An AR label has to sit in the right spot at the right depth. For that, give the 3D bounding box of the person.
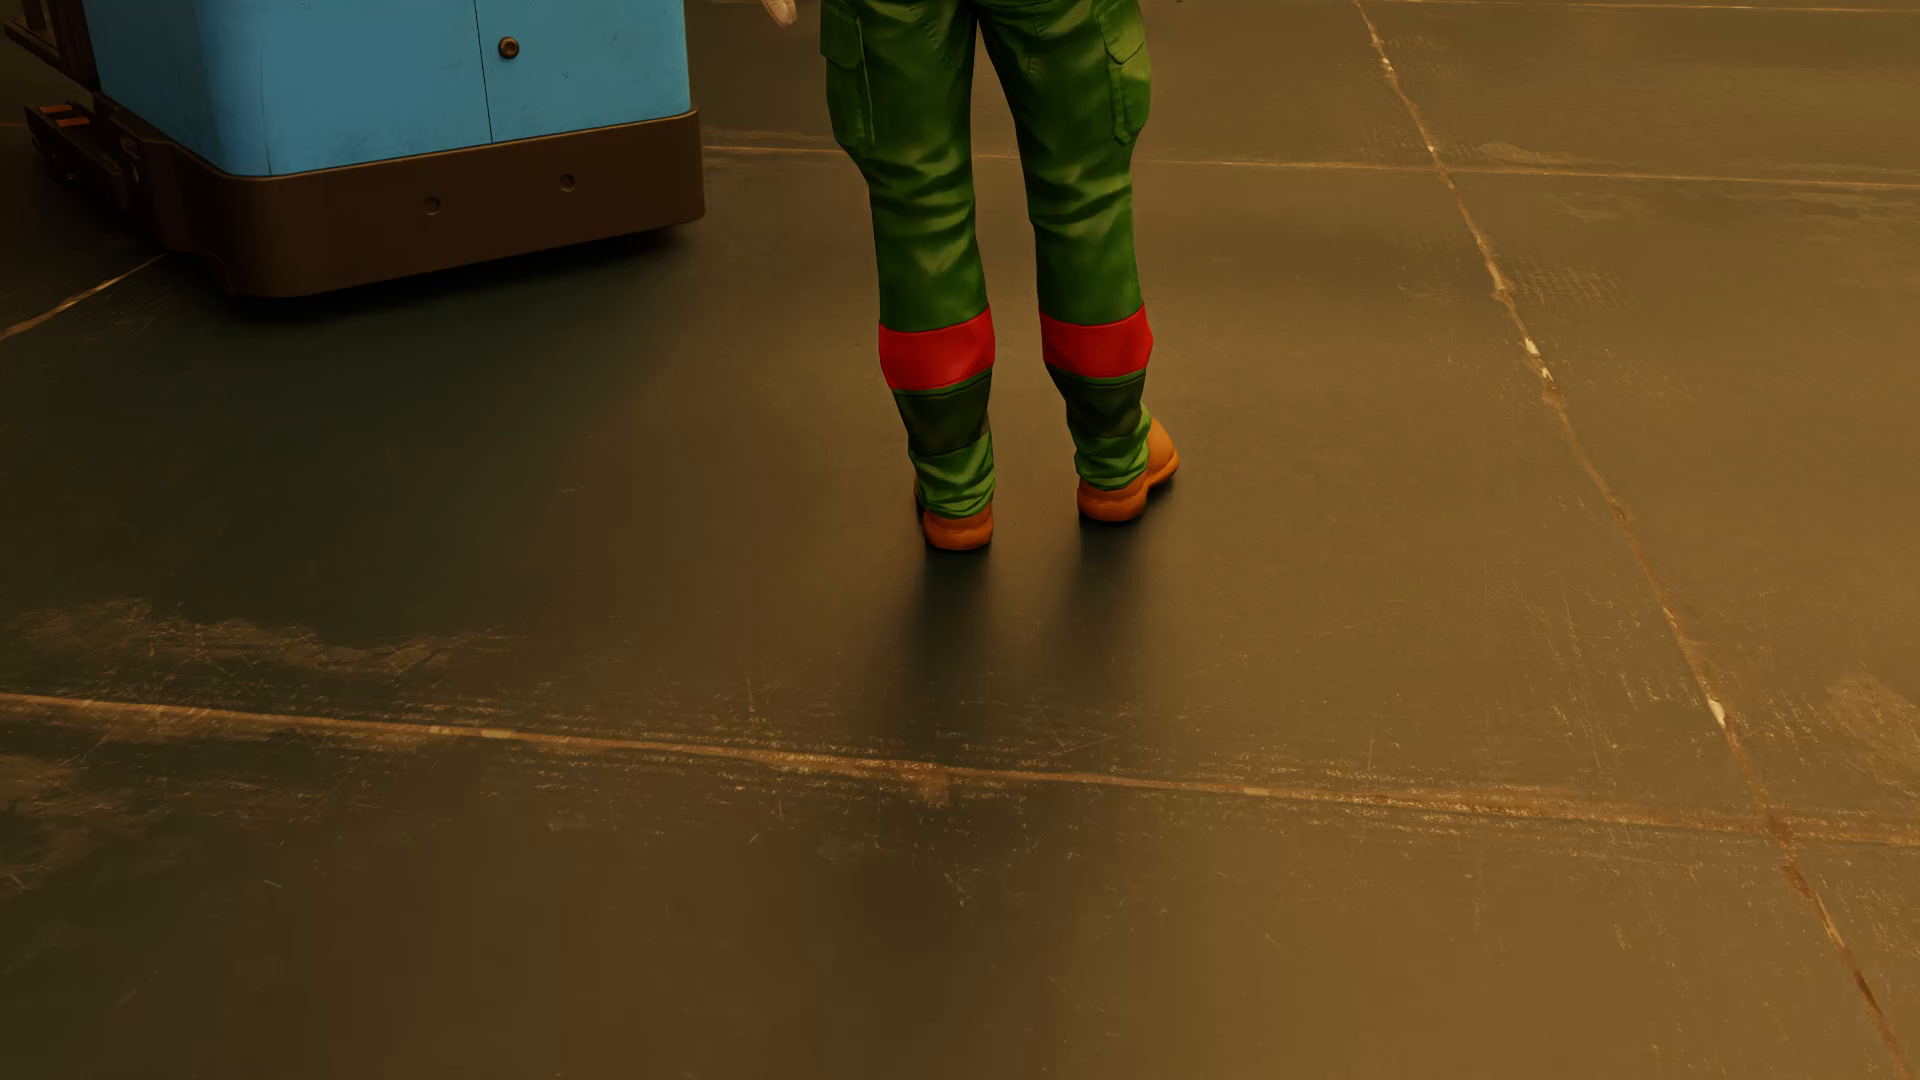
[{"bbox_3d":[0.107,-0.841,2.169,0.645,1.791,0.642,-19,32,-34],"label":"person"}]

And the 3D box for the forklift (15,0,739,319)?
[{"bbox_3d":[-1.798,-2.331,3.890,1.130,2.935,3.031,-19,32,-33],"label":"forklift"}]
